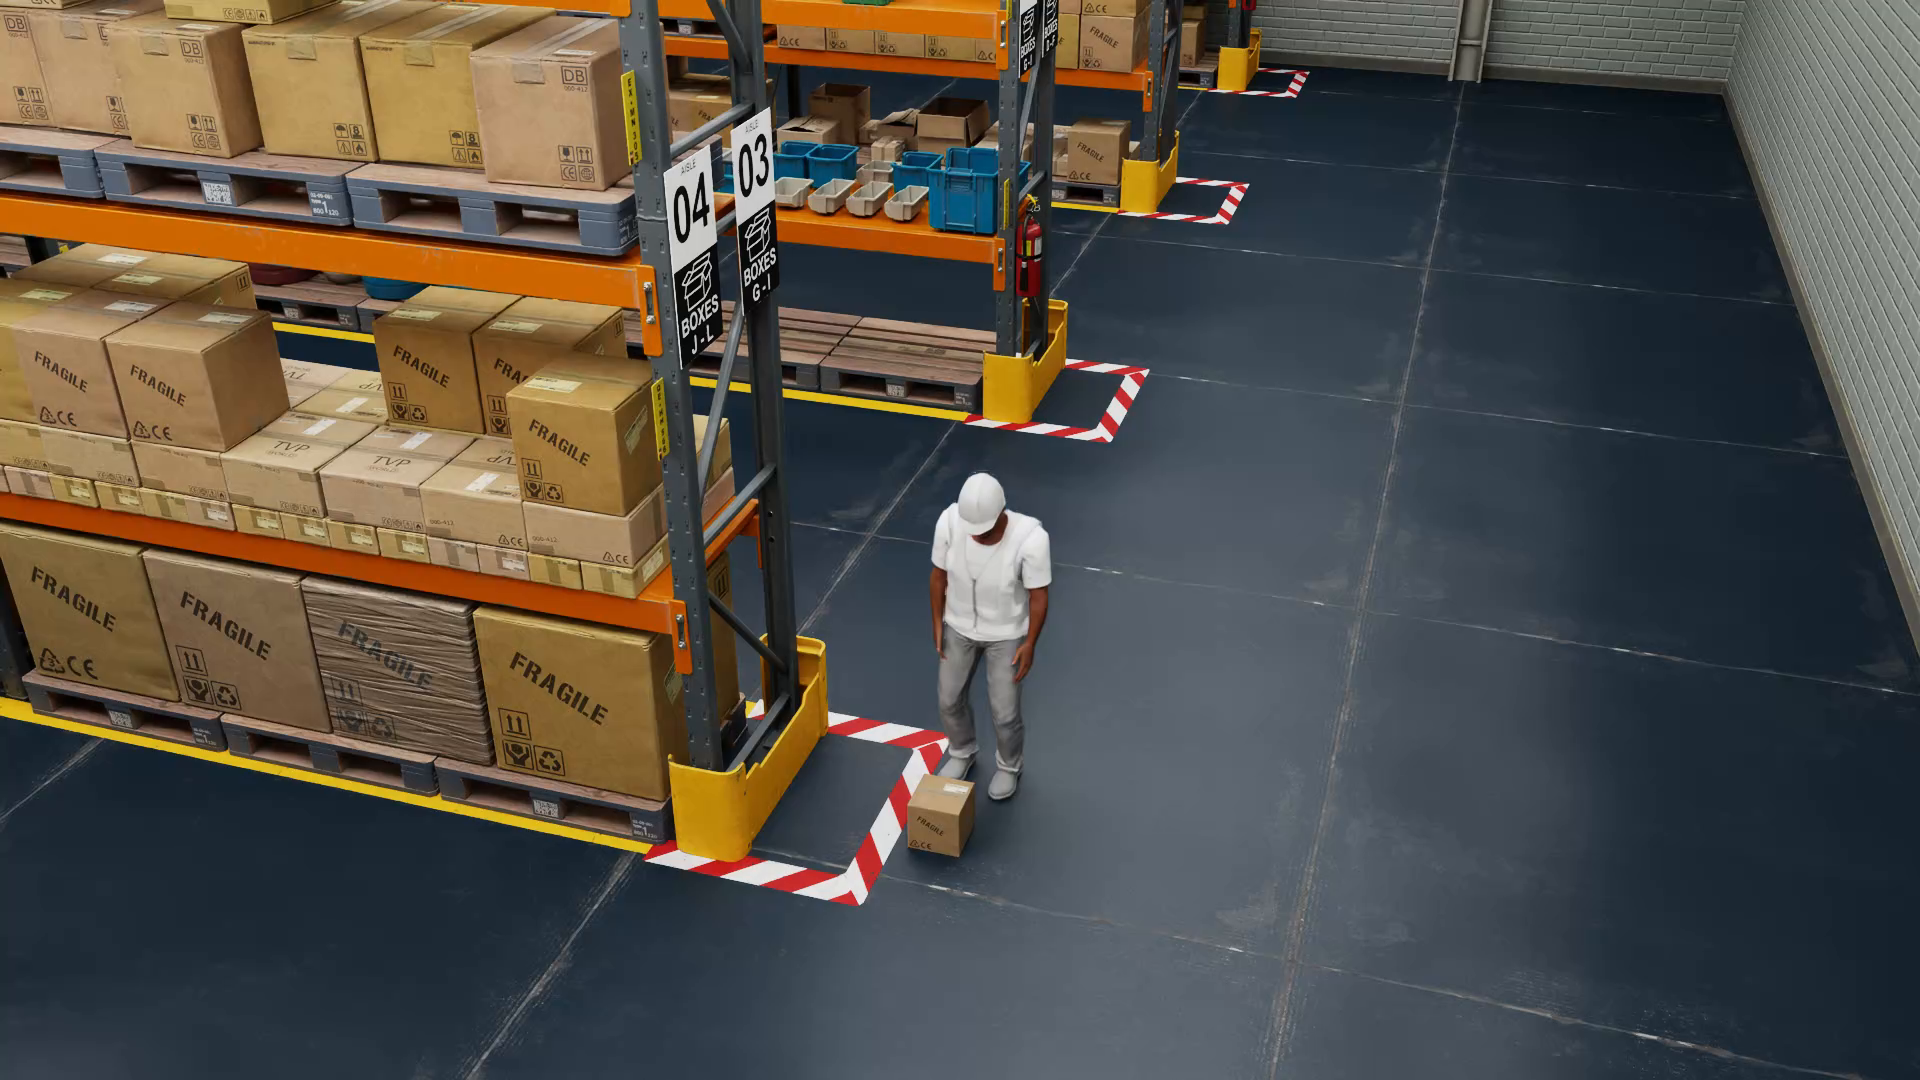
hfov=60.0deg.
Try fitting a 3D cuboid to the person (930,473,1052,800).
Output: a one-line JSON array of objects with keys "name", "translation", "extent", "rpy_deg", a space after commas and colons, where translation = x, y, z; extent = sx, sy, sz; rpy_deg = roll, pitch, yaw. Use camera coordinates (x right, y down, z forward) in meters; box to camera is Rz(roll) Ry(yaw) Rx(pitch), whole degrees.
[{"name": "person", "translation": [0.126, 0.433, 7.759], "extent": [0.591, 1.715, 0.453], "rpy_deg": [12, 31, 21]}]
